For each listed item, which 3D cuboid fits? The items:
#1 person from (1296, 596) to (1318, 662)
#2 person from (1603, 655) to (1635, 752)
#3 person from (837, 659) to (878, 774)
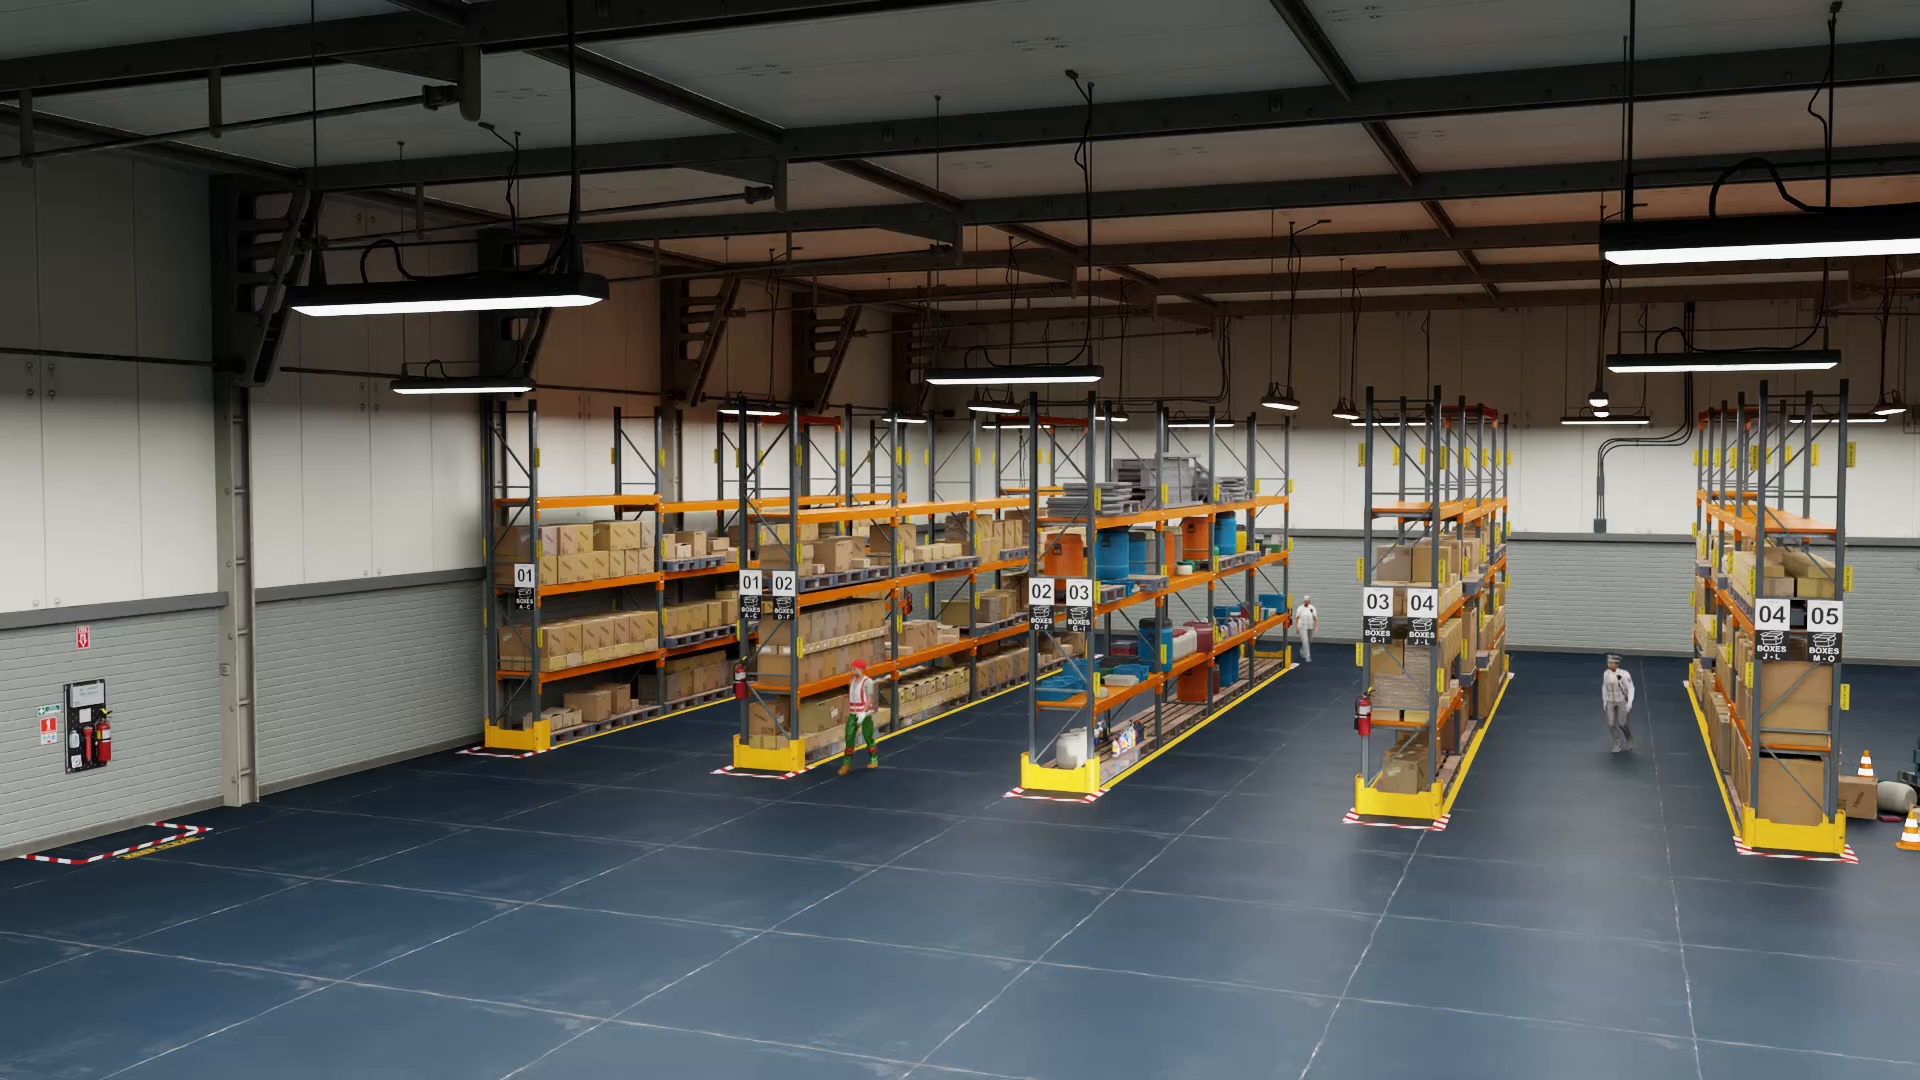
[{"bbox_3d":[8.534,2.162,40.936,0.460,1.597,1.081,-1,3,-13],"label":"person"},{"bbox_3d":[11.264,2.779,28.428,0.496,1.659,0.566,-3,4,-44],"label":"person"},{"bbox_3d":[-1.637,2.796,26.505,0.552,1.774,0.850,2,4,37],"label":"person"}]
